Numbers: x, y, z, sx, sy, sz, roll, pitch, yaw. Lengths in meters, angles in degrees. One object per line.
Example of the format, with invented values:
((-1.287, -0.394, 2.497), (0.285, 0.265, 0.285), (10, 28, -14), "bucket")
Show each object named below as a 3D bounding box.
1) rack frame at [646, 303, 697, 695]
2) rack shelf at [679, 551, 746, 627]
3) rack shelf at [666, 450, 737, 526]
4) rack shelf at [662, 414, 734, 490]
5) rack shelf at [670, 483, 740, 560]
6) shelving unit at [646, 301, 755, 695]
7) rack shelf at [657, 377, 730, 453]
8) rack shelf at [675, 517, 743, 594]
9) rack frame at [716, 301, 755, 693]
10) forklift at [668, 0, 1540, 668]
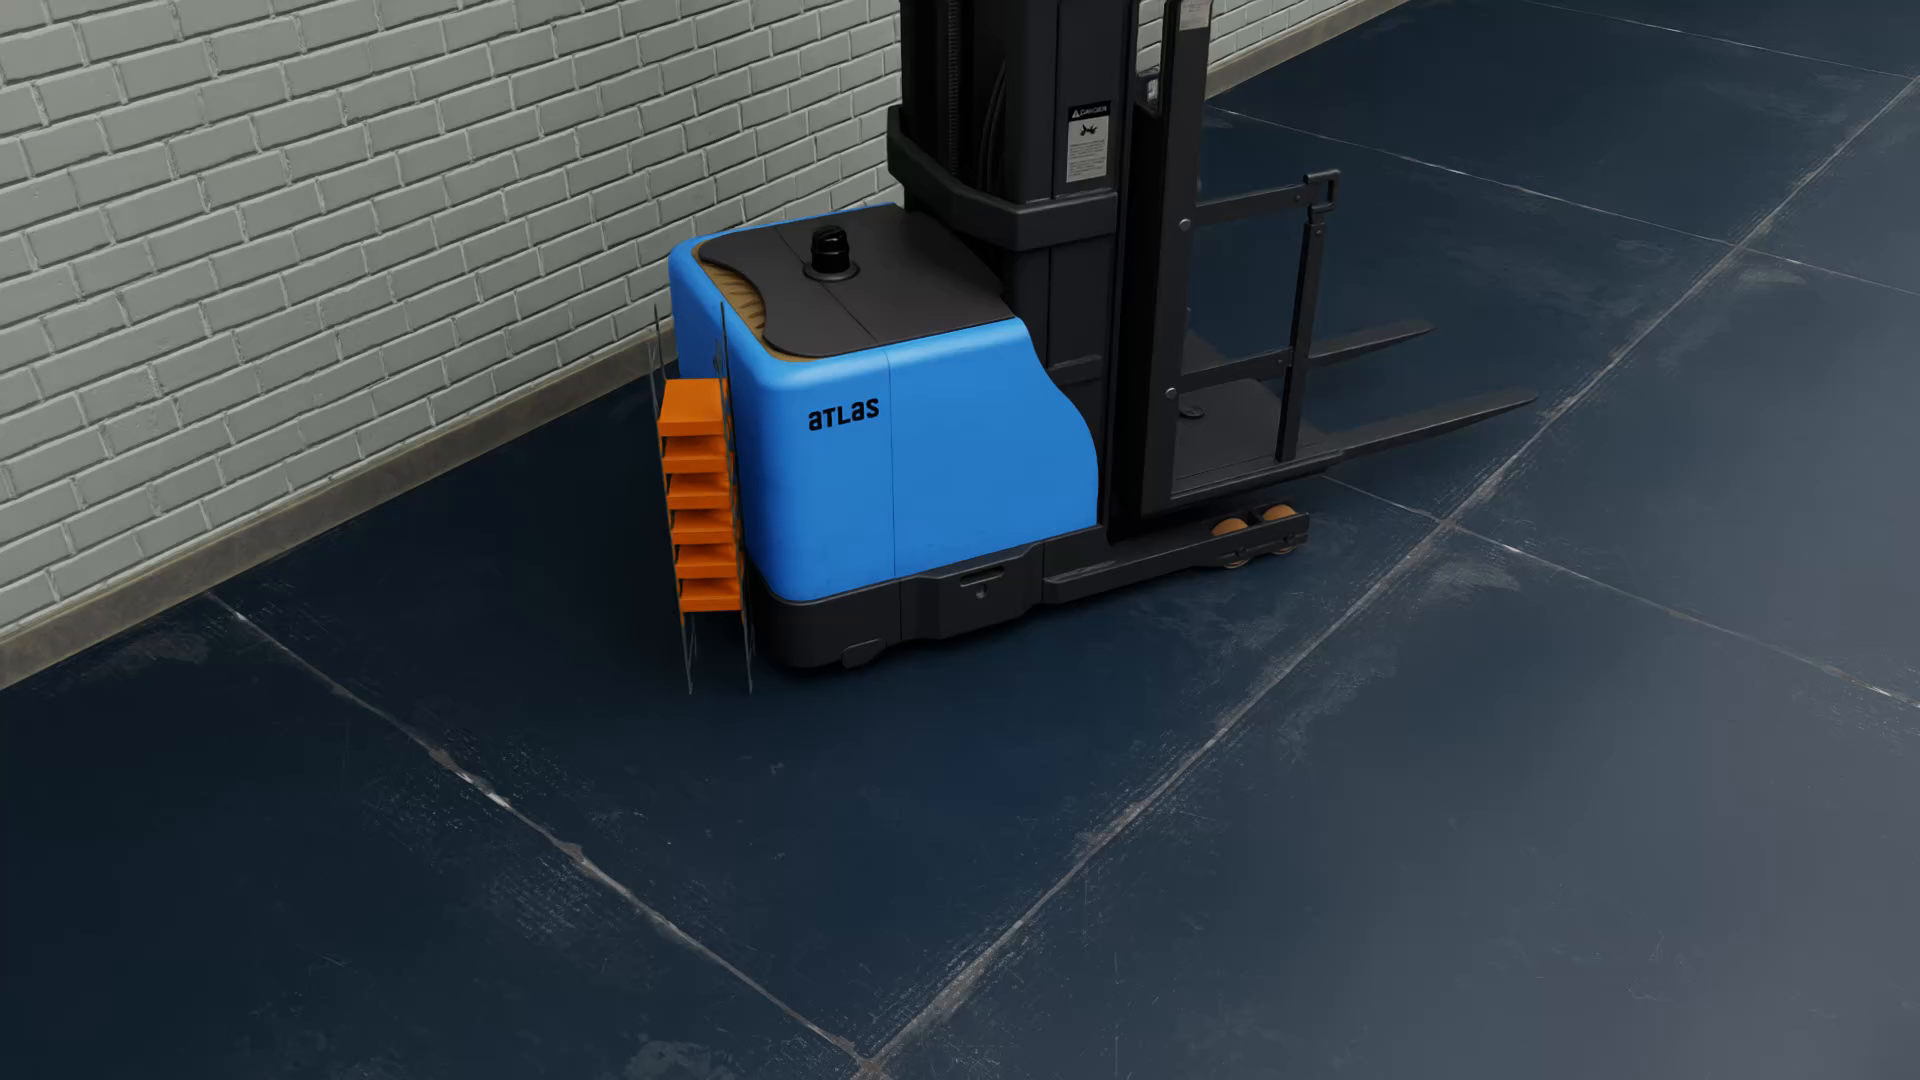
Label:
((-0.830, -0.091, 4.822), (0.006, 1.200, 0.240), (-2, 35, -3), "rack frame")
((-0.738, 0.141, 4.987), (0.180, 0.103, 0.258), (-2, 35, -3), "rack shelf")
((-0.739, -0.156, 4.783), (0.180, 0.103, 0.258), (-2, 35, -3), "rack shelf")
((-0.739, -0.255, 4.715), (0.180, 0.103, 0.258), (-2, 35, -3), "rack shelf")
((-0.738, -0.057, 4.851), (0.180, 0.103, 0.258), (-2, 35, -3), "rack shelf")
((-0.739, -0.094, 4.826), (0.189, 1.200, 0.258), (-2, 35, -3), "shelving unit")
((-0.740, -0.354, 4.647), (0.180, 0.103, 0.258), (-2, 35, -3), "rack shelf")
((-0.738, 0.042, 4.919), (0.180, 0.103, 0.258), (-2, 35, -3), "rack shelf")
((-0.647, -0.097, 4.830), (0.006, 1.200, 0.240), (-2, 35, -3), "rack frame")
((0.628, -1.369, 5.154), (3.031, 2.935, 1.130), (-15, 37, -20), "forklift")
